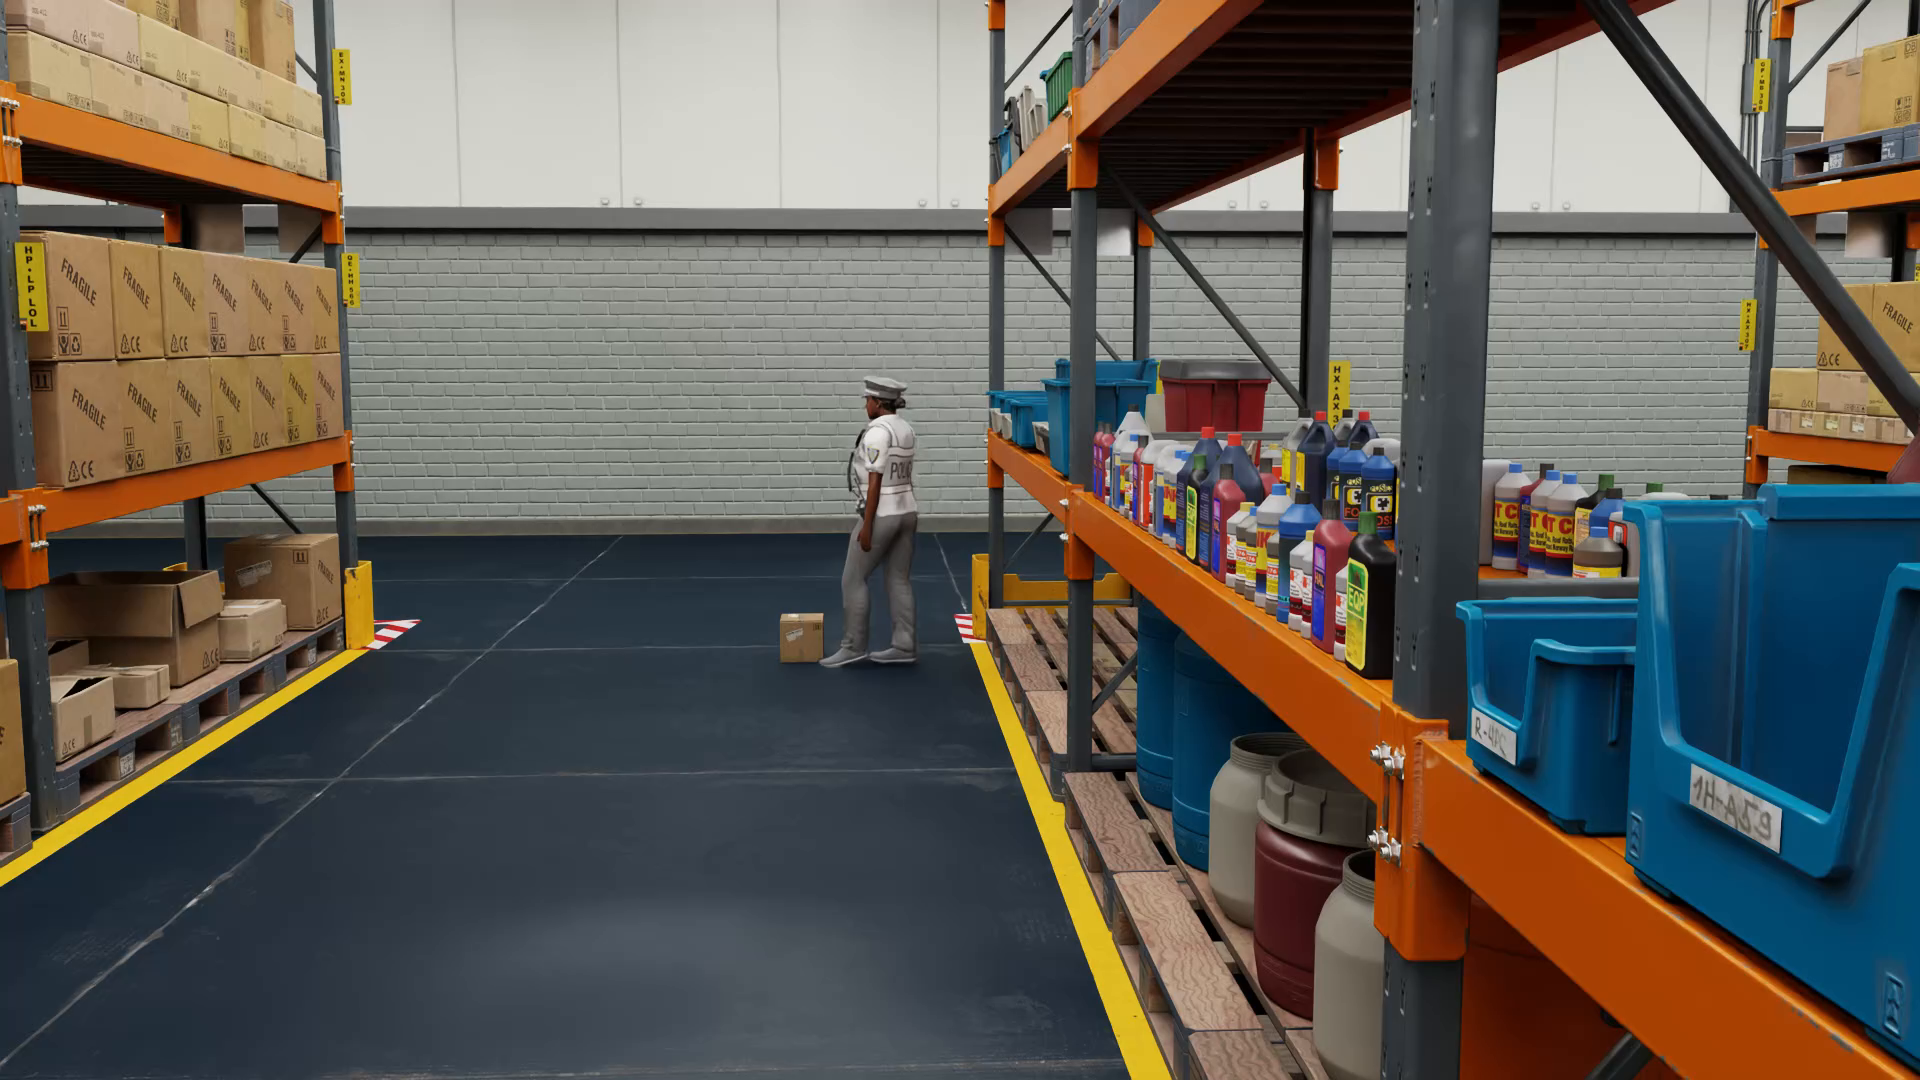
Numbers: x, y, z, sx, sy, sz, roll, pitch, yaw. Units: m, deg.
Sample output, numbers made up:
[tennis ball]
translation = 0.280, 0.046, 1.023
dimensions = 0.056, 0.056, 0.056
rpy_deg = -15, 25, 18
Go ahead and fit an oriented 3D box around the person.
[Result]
[person]
translation = -0.510, -0.104, 9.622
dimensions = 0.516, 1.695, 0.455
rpy_deg = 4, 8, 29
